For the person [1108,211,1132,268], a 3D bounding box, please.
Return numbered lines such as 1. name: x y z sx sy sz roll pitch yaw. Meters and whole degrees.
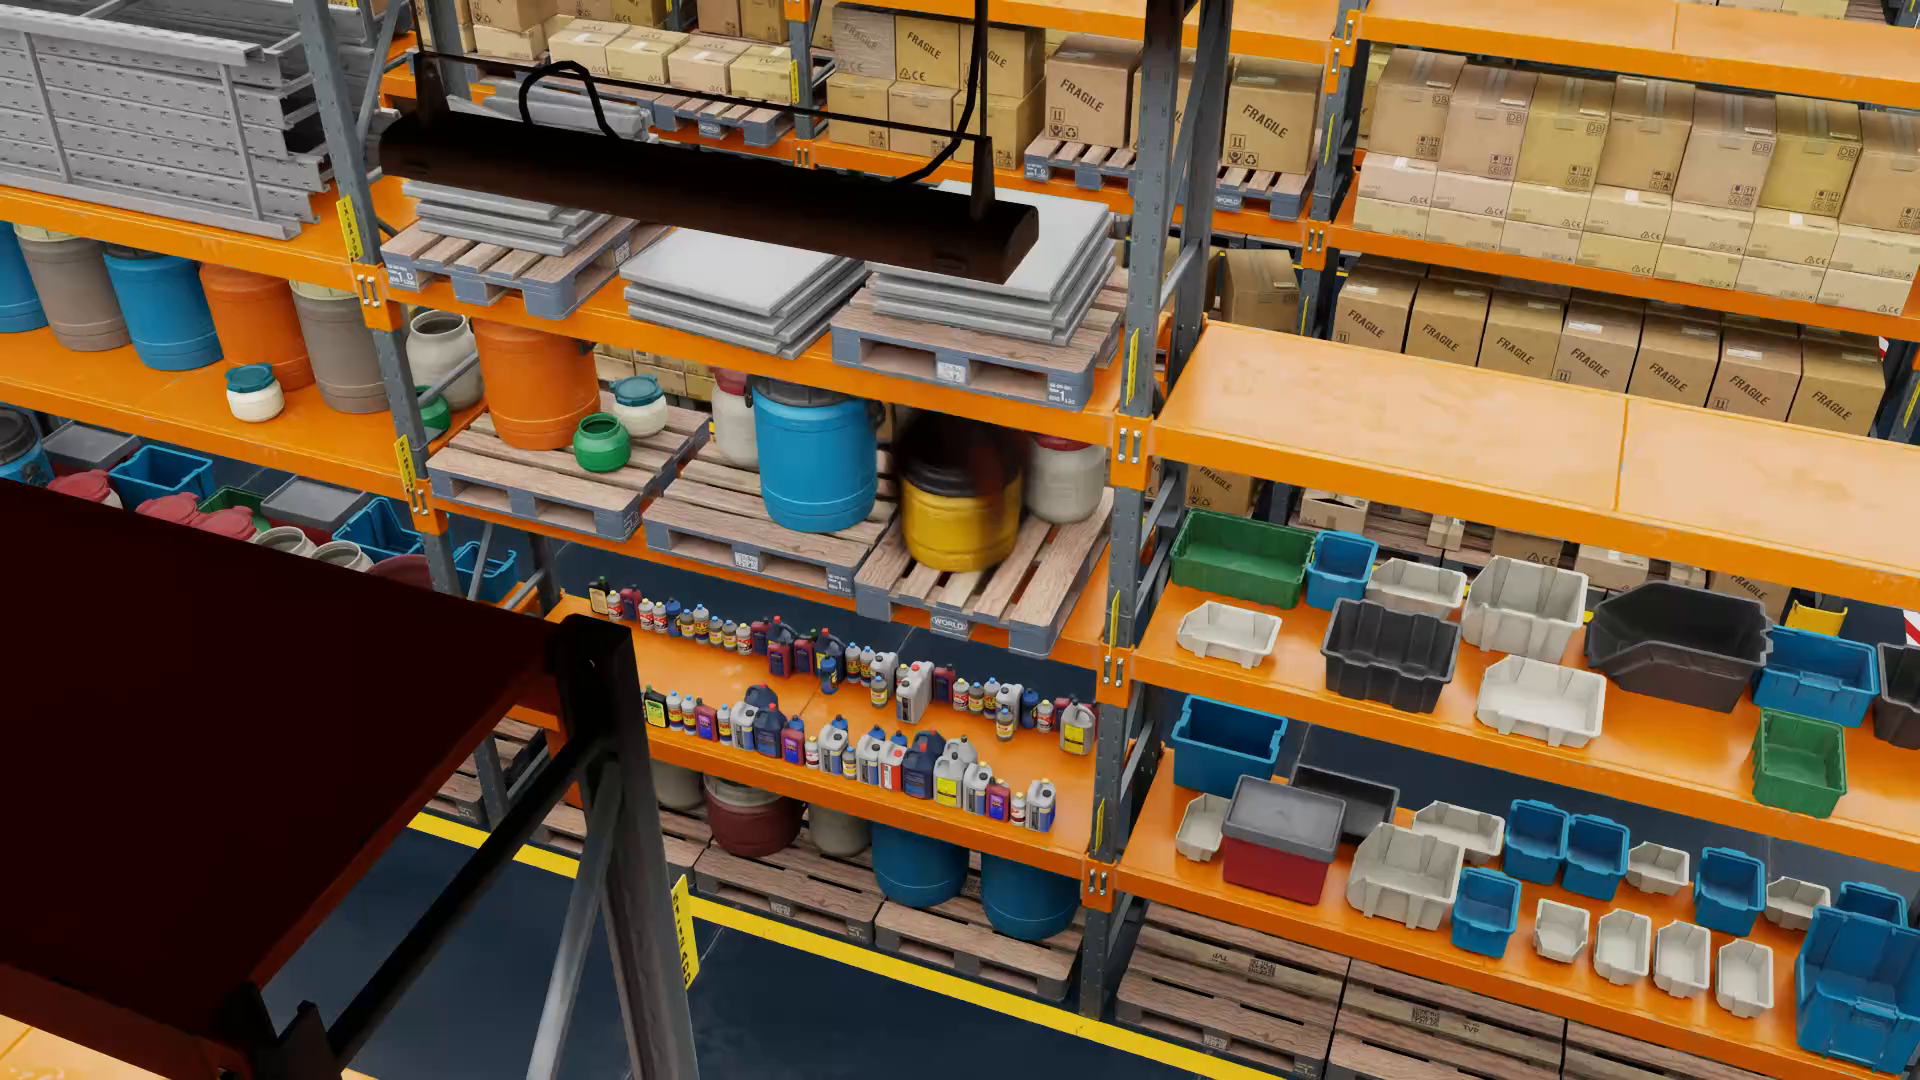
1. person: 1.637 -3.119 16.179 0.471 1.703 0.422 -16 39 -21
